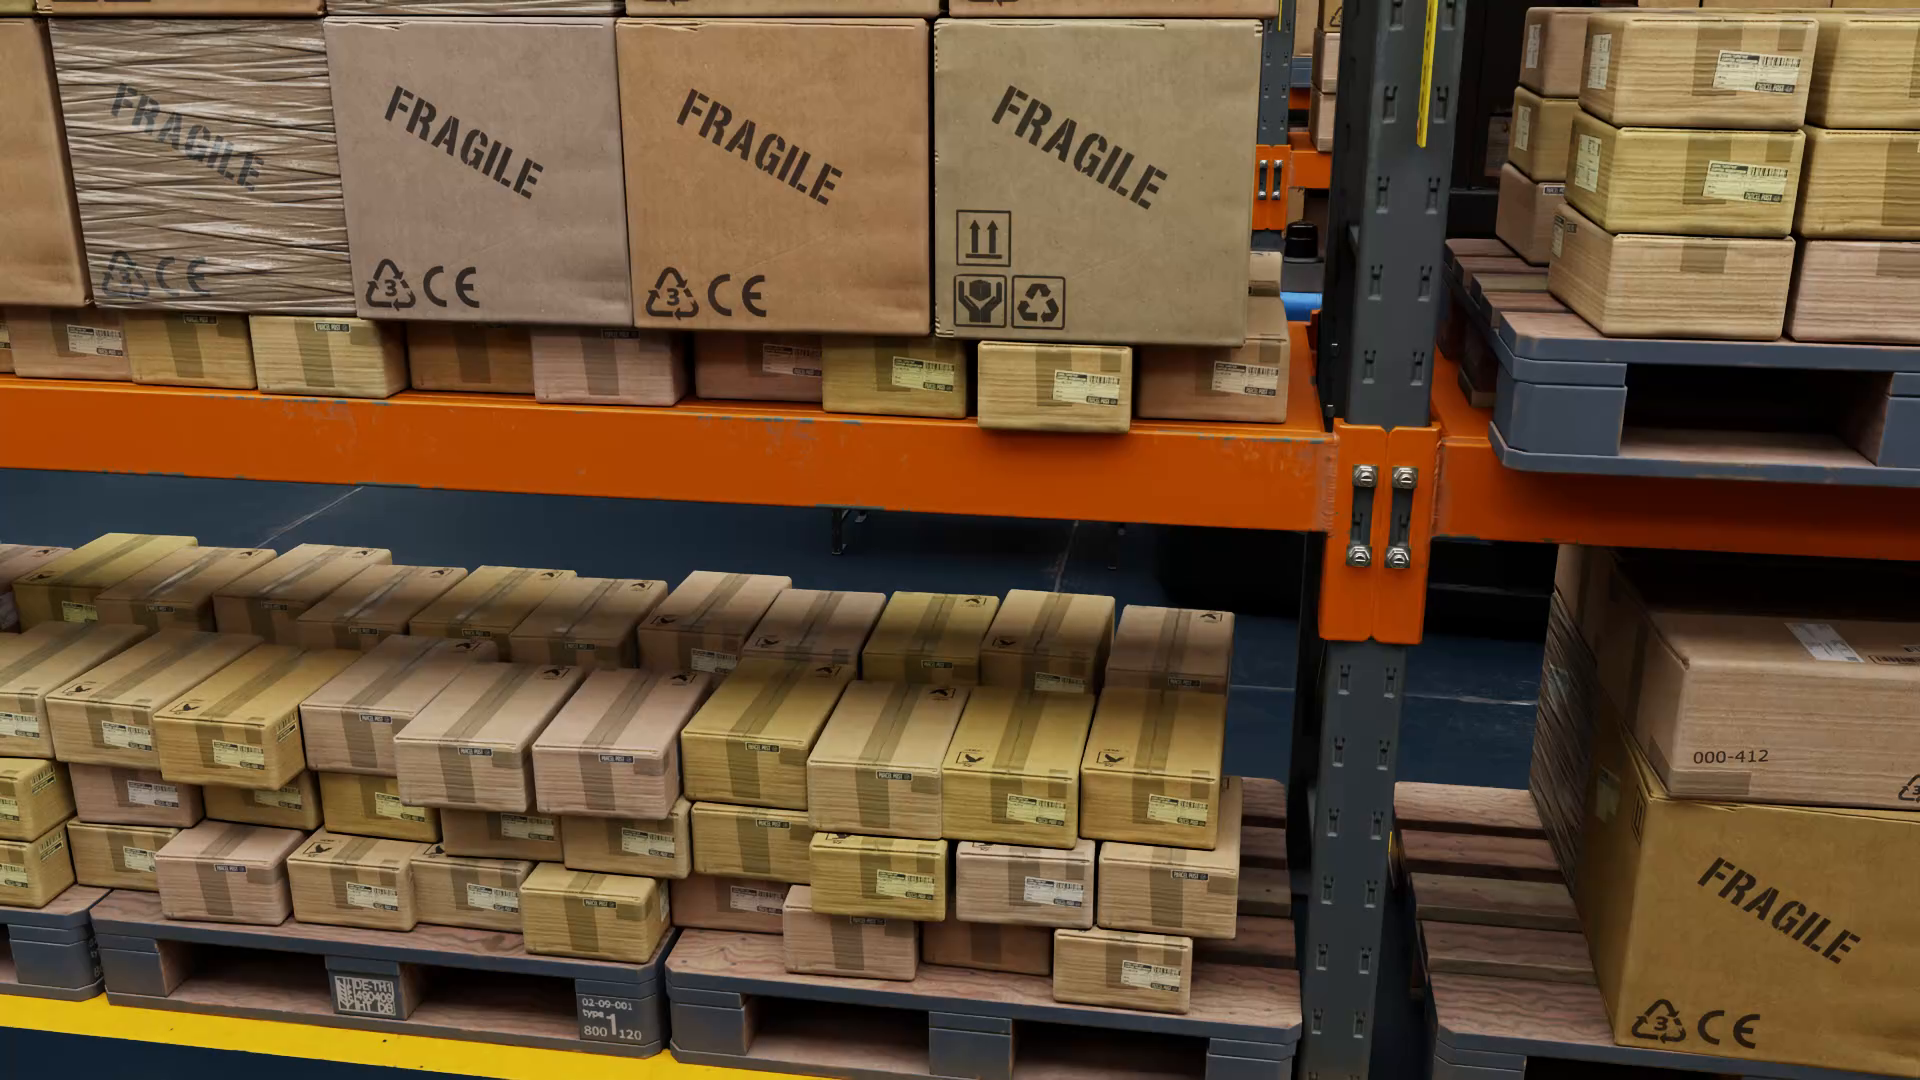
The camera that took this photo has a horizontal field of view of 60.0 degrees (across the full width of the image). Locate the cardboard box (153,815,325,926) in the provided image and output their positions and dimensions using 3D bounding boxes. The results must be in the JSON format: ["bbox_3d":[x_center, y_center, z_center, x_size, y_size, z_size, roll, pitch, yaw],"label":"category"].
[{"bbox_3d":[-1.463,0.640,3.493,0.250,0.149,0.380,2,19,6],"label":"cardboard box"}]

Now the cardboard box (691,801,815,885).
[{"bbox_3d":[-0.362,0.529,3.358,0.250,0.149,0.380,3,19,9],"label":"cardboard box"}]

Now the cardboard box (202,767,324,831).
[{"bbox_3d":[-1.400,0.459,3.567,0.250,0.149,0.380,4,19,11],"label":"cardboard box"}]

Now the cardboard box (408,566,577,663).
[{"bbox_3d":[-1.078,0.196,3.883,0.250,0.149,0.380,3,19,9],"label":"cardboard box"}]

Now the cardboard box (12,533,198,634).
[{"bbox_3d":[-2.103,0.115,4.126,0.250,0.149,0.380,3,19,7],"label":"cardboard box"}]

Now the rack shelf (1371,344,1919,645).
[{"bbox_3d":[2.743,-0.064,2.900,4.000,0.370,1.077,3,19,9],"label":"rack shelf"}]

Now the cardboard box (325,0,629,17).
[{"bbox_3d":[-0.753,-1.162,2.846,0.500,0.500,0.500,3,19,10],"label":"cardboard box"}]

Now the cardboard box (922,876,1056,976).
[{"bbox_3d":[0.084,0.695,3.330,0.250,0.149,0.380,3,19,10],"label":"cardboard box"}]

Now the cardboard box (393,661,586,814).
[{"bbox_3d":[-0.924,0.386,3.316,0.250,0.149,0.380,2,19,7],"label":"cardboard box"}]

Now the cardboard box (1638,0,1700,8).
[{"bbox_3d":[2.844,-2.428,7.099,0.500,0.500,0.500,2,19,7],"label":"cardboard box"}]

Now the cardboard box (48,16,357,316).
[{"bbox_3d":[-1.263,-0.715,3.086,0.500,0.500,0.500,2,19,7],"label":"cardboard box"}]

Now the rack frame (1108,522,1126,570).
[{"bbox_3d":[0.586,-0.681,5.976,0.032,1.500,0.500,3,19,9],"label":"rack frame"}]

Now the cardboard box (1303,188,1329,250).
[{"bbox_3d":[2.078,-1.247,7.989,0.875,0.875,0.875,4,19,10],"label":"cardboard box"}]

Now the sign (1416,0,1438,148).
[{"bbox_3d":[0.690,-0.746,2.441,0.005,0.325,0.100,3,19,9],"label":"sign"}]

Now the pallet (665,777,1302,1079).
[{"bbox_3d":[0.099,0.794,3.598,1.213,0.211,1.003,3,19,9],"label":"pallet"}]

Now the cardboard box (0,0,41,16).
[{"bbox_3d":[-1.771,-1.207,2.982,0.500,0.500,0.500,2,19,7],"label":"cardboard box"}]

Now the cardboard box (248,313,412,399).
[{"bbox_3d":[-1.106,-0.384,3.119,0.250,0.149,0.380,3,19,10],"label":"cardboard box"}]

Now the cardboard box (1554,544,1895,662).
[{"bbox_3d":[1.544,0.083,3.423,0.500,0.250,0.500,2,19,7],"label":"cardboard box"}]

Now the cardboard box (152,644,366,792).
[{"bbox_3d":[-1.415,0.357,3.404,0.250,0.149,0.380,3,19,9],"label":"cardboard box"}]

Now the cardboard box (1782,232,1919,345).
[{"bbox_3d":[1.359,-0.410,2.534,0.250,0.149,0.380,3,19,10],"label":"cardboard box"}]

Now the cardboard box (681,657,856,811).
[{"bbox_3d":[-0.374,0.380,3.332,0.250,0.149,0.380,4,19,10],"label":"cardboard box"}]

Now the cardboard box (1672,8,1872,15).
[{"bbox_3d":[1.461,-0.896,3.049,0.250,0.149,0.380,2,19,7],"label":"cardboard box"}]

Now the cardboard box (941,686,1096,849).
[{"bbox_3d":[0.117,0.428,3.190,0.250,0.149,0.380,3,19,9],"label":"cardboard box"}]

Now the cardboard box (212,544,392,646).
[{"bbox_3d":[-1.584,0.144,4.040,0.250,0.149,0.380,4,19,11],"label":"cardboard box"}]

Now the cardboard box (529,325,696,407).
[{"bbox_3d":[-0.601,-0.364,3.058,0.250,0.149,0.380,2,19,6],"label":"cardboard box"}]

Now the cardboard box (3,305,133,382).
[{"bbox_3d":[-1.618,-0.426,3.245,0.250,0.149,0.380,3,19,8],"label":"cardboard box"}]

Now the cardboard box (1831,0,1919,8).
[{"bbox_3d":[3.854,-2.376,6.944,0.500,0.500,0.500,3,19,9],"label":"cardboard box"}]

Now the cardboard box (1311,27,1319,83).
[{"bbox_3d":[1.927,-2.282,7.843,0.500,0.250,0.500,3,19,9],"label":"cardboard box"}]

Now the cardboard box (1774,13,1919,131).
[{"bbox_3d":[1.361,-0.692,2.440,0.250,0.149,0.380,3,19,10],"label":"cardboard box"}]

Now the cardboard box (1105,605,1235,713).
[{"bbox_3d":[0.461,0.283,3.624,0.250,0.149,0.380,4,19,11],"label":"cardboard box"}]

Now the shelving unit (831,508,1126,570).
[{"bbox_3d":[0.084,-0.707,6.052,1.048,1.500,0.538,3,19,9],"label":"shelving unit"}]

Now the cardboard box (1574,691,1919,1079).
[{"bbox_3d":[1.456,0.601,3.058,0.500,0.500,0.500,4,19,11],"label":"cardboard box"}]

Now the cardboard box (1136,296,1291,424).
[{"bbox_3d":[0.449,-0.328,2.951,0.250,0.149,0.380,3,19,8],"label":"cardboard box"}]

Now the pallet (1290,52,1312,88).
[{"bbox_3d":[3.009,-3.451,12.193,1.213,0.211,1.003,3,19,9],"label":"pallet"}]

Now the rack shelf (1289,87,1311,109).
[{"bbox_3d":[4.212,-3.175,12.199,4.000,0.370,1.077,3,19,9],"label":"rack shelf"}]

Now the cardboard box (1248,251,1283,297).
[{"bbox_3d":[0.540,-0.503,3.476,0.250,0.149,0.380,4,19,11],"label":"cardboard box"}]

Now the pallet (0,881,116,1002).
[{"bbox_3d":[-2.310,0.671,3.965,1.213,0.211,1.003,3,19,9],"label":"pallet"}]

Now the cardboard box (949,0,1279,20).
[{"bbox_3d":[0.261,-1.107,2.683,0.500,0.500,0.500,2,19,7],"label":"cardboard box"}]

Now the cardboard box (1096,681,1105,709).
[{"bbox_3d":[0.197,0.403,3.734,0.250,0.149,0.380,3,19,9],"label":"cardboard box"}]

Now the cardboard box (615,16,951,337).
[{"bbox_3d":[-0.267,-0.657,2.912,0.500,0.500,0.500,2,19,7],"label":"cardboard box"}]

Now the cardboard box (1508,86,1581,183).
[{"bbox_3d":[1.192,-0.769,3.138,0.250,0.149,0.380,3,19,10],"label":"cardboard box"}]

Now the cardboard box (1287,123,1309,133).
[{"bbox_3d":[2.559,-2.997,12.319,0.250,0.149,0.380,3,19,8],"label":"cardboard box"}]

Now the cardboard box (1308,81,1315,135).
[{"bbox_3d":[1.936,-2.047,7.930,0.500,0.250,0.500,2,19,7],"label":"cardboard box"}]

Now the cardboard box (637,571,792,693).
[{"bbox_3d":[-0.559,0.209,3.846,0.250,0.149,0.380,3,19,10],"label":"cardboard box"}]

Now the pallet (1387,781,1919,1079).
[{"bbox_3d":[1.537,0.855,3.414,1.213,0.211,1.003,3,19,9],"label":"pallet"}]

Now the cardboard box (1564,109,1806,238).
[{"bbox_3d":[1.084,-0.563,2.523,0.250,0.149,0.380,3,19,10],"label":"cardboard box"}]

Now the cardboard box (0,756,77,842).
[{"bbox_3d":[-1.951,0.474,3.520,0.250,0.149,0.380,4,19,10],"label":"cardboard box"}]

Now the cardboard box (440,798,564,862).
[{"bbox_3d":[-0.878,0.502,3.437,0.250,0.149,0.380,2,19,6],"label":"cardboard box"}]

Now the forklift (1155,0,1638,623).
[{"bbox_3d":[2.241,-1.207,5.291,3.031,2.935,1.130,5,19,14],"label":"forklift"}]

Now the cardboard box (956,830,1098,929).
[{"bbox_3d":[0.138,0.580,3.204,0.250,0.149,0.380,2,19,6],"label":"cardboard box"}]

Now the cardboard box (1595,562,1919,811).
[{"bbox_3d":[1.456,0.245,2.940,0.500,0.250,0.500,2,19,6],"label":"cardboard box"}]

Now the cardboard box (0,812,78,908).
[{"bbox_3d":[-1.962,0.618,3.561,0.250,0.149,0.380,3,19,9],"label":"cardboard box"}]

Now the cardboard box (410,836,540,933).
[{"bbox_3d":[-0.942,0.648,3.471,0.250,0.149,0.380,3,19,10],"label":"cardboard box"}]

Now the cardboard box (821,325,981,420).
[{"bbox_3d":[-0.077,-0.339,2.984,0.250,0.149,0.380,4,19,11],"label":"cardboard box"}]

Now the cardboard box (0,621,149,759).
[{"bbox_3d":[-1.940,0.312,3.537,0.250,0.149,0.380,2,19,6],"label":"cardboard box"}]

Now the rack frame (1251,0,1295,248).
[{"bbox_3d":[1.454,-2.062,7.737,0.127,3.000,1.000,3,19,9],"label":"rack frame"}]

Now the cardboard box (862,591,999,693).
[{"bbox_3d":[-0.059,0.253,3.713,0.250,0.149,0.380,3,19,8],"label":"cardboard box"}]

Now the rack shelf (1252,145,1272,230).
[{"bbox_3d":[-0.521,-1.821,8.152,4.000,0.370,1.077,3,19,9],"label":"rack shelf"}]

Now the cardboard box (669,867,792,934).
[{"bbox_3d":[-0.428,0.650,3.463,0.250,0.149,0.380,2,19,7],"label":"cardboard box"}]
